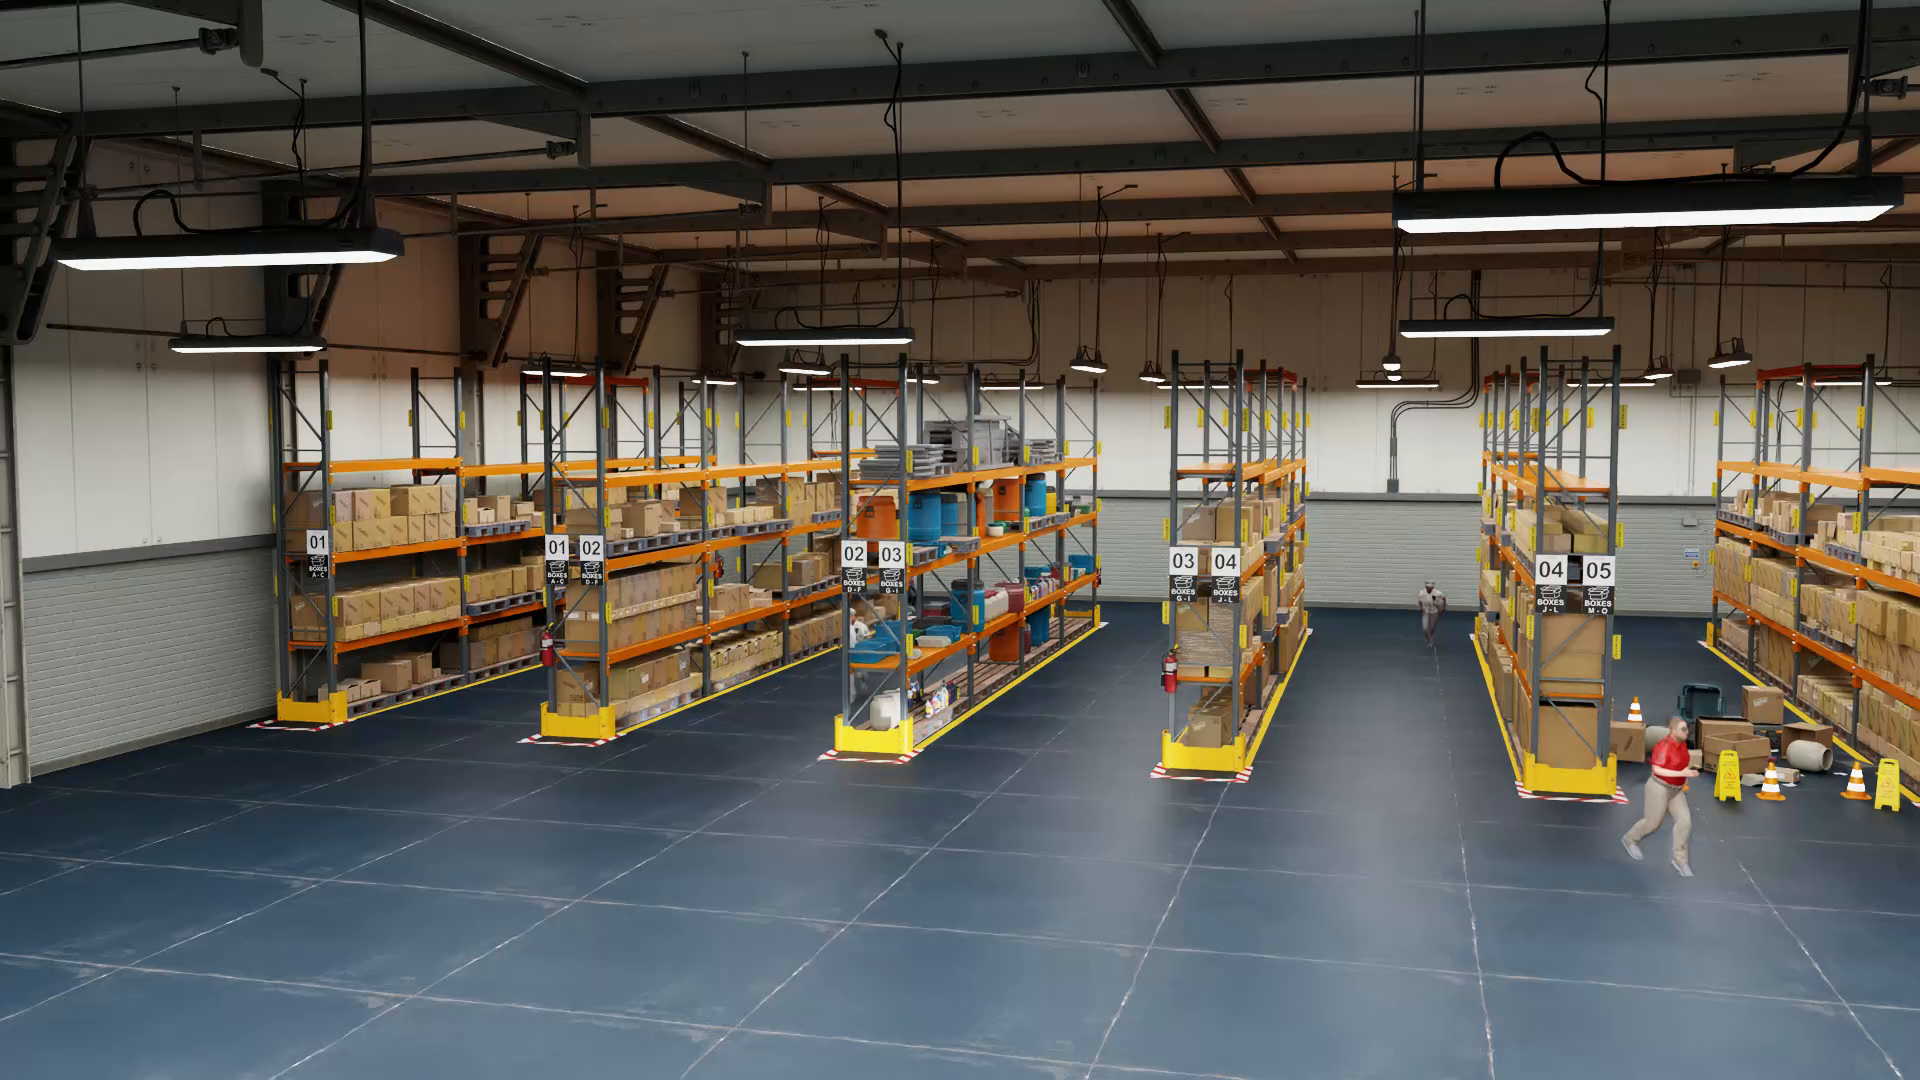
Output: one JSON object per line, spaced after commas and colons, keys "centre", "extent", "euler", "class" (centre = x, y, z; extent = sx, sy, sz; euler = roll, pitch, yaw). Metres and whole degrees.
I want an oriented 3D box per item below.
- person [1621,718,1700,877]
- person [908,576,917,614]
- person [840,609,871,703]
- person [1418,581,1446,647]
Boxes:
{"centre": [7.824, 2.845, 18.530], "extent": [0.677, 1.790, 0.952], "euler": [-3, 5, -32], "class": "person"}
{"centre": [-1.302, 1.148, 42.640], "extent": [0.611, 1.553, 0.501], "euler": [3, 5, 40], "class": "person"}
{"centre": [-1.886, 2.049, 29.839], "extent": [0.630, 1.662, 0.895], "euler": [1, 4, 16], "class": "person"}
{"centre": [10.430, 1.634, 36.749], "extent": [0.586, 1.505, 0.813], "euler": [2, 4, 22], "class": "person"}
